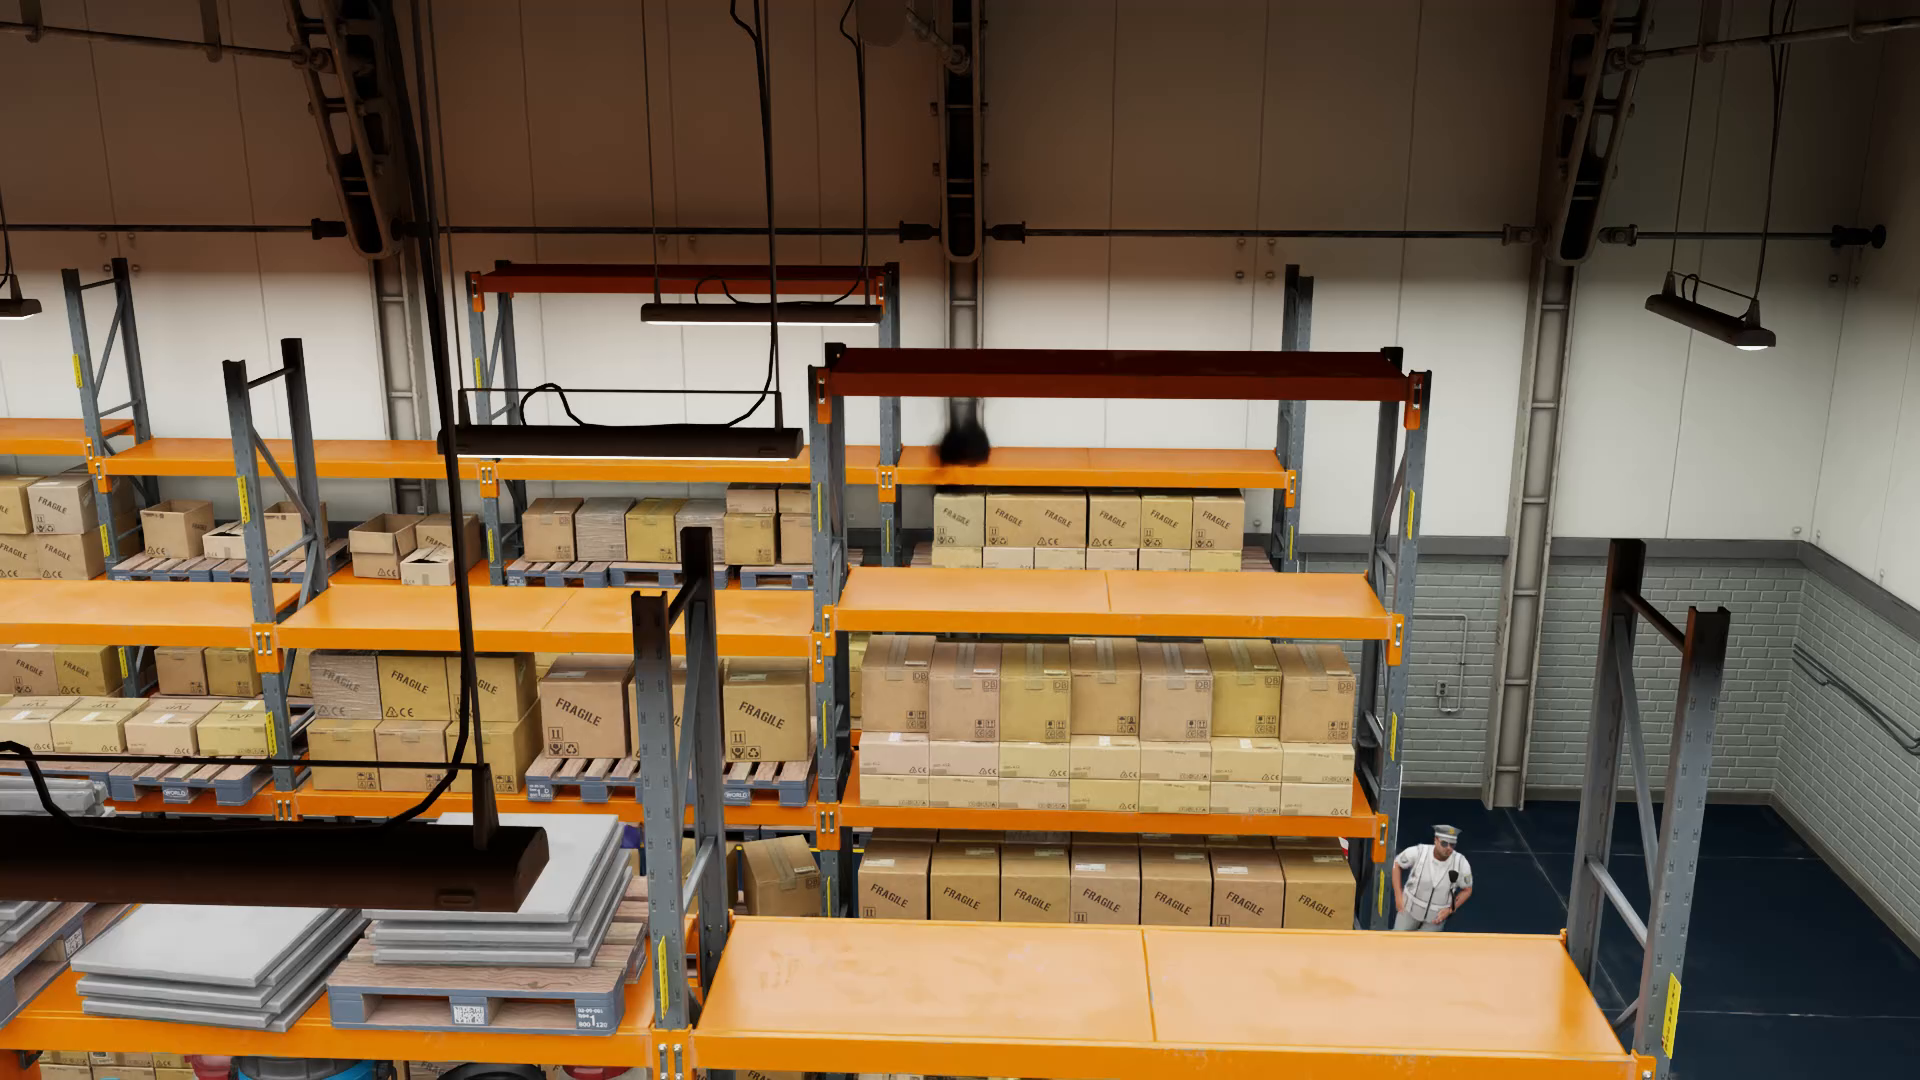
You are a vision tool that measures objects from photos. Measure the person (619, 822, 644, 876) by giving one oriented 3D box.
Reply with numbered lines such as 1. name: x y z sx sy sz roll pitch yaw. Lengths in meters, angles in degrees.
1. person: -3.210 2.949 15.766 1.046 1.471 0.622 3 16 12

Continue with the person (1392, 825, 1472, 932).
1. person: 4.056 3.208 14.531 0.773 1.678 0.564 3 16 10
